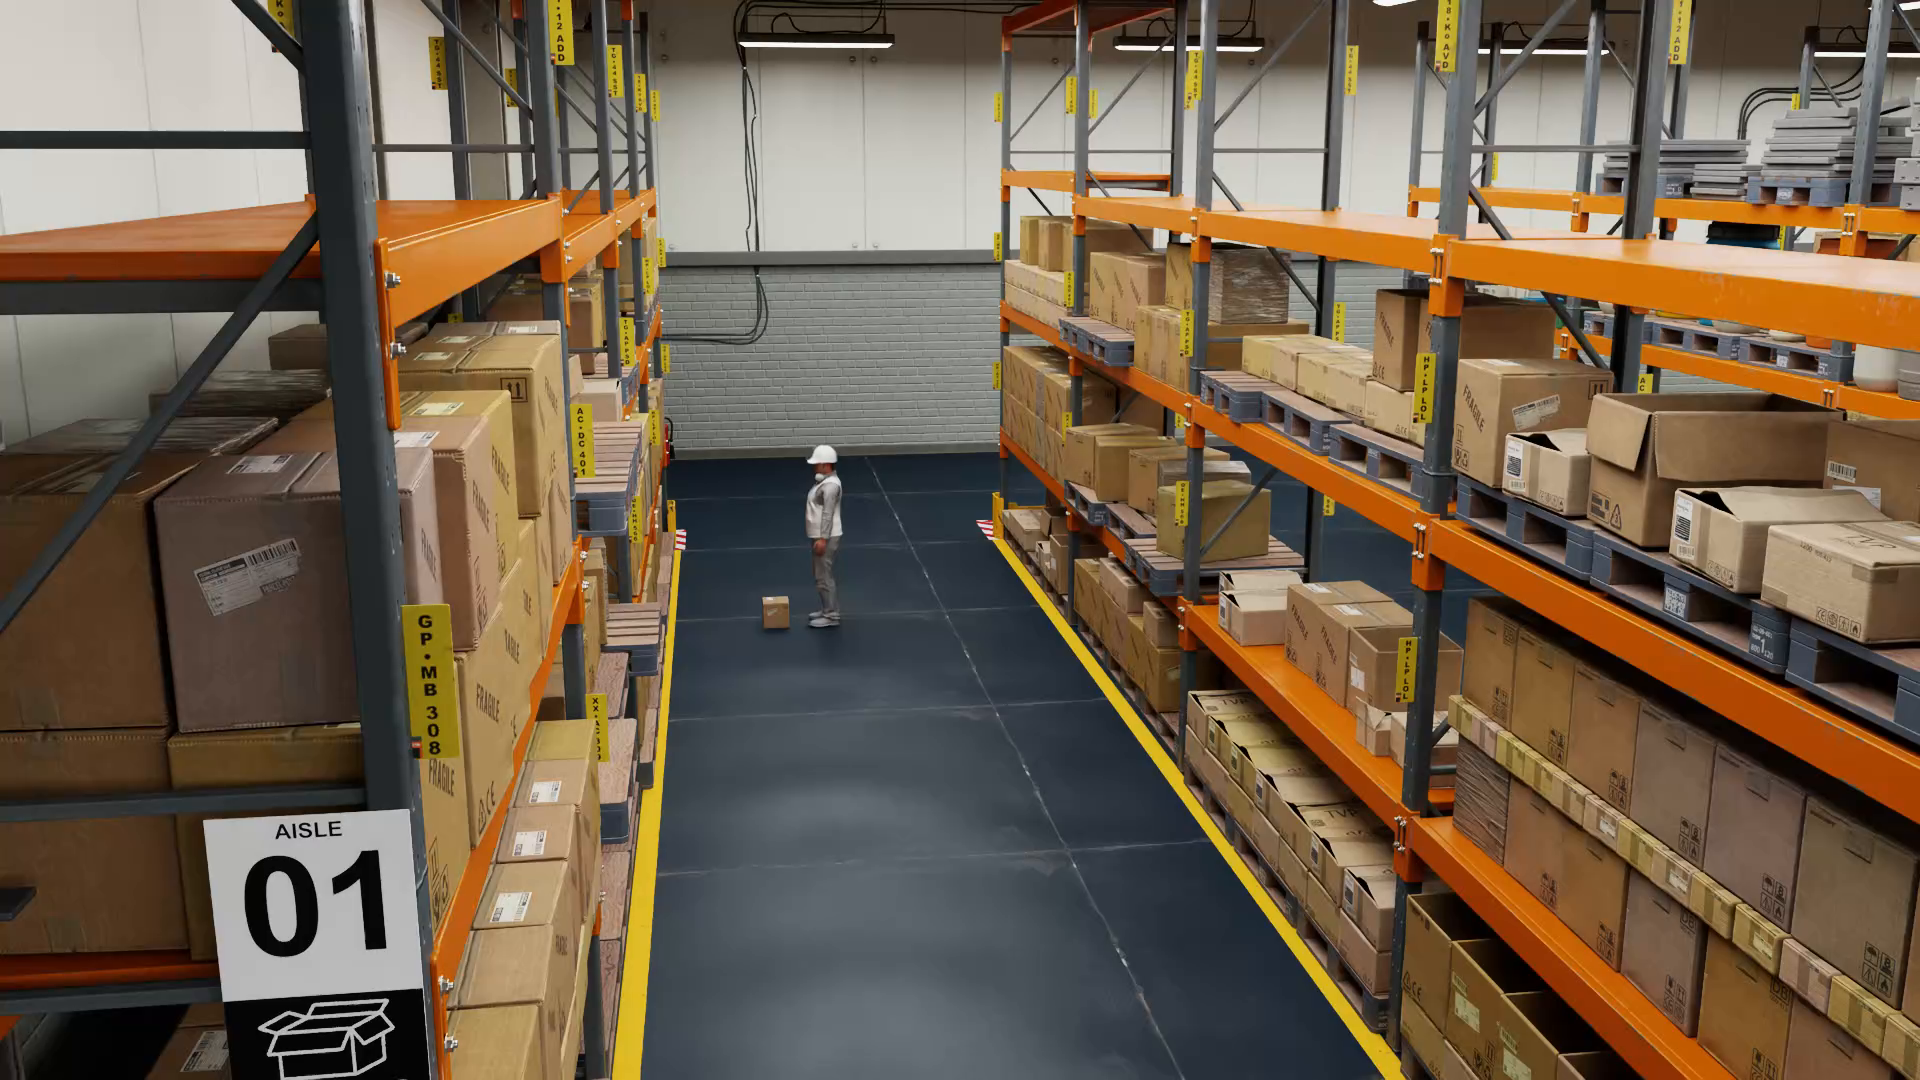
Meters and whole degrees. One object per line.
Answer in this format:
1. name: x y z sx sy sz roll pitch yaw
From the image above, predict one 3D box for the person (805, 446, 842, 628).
1. person: -1.316 -0.043 16.131 0.360 1.766 0.533 -2 13 -7
